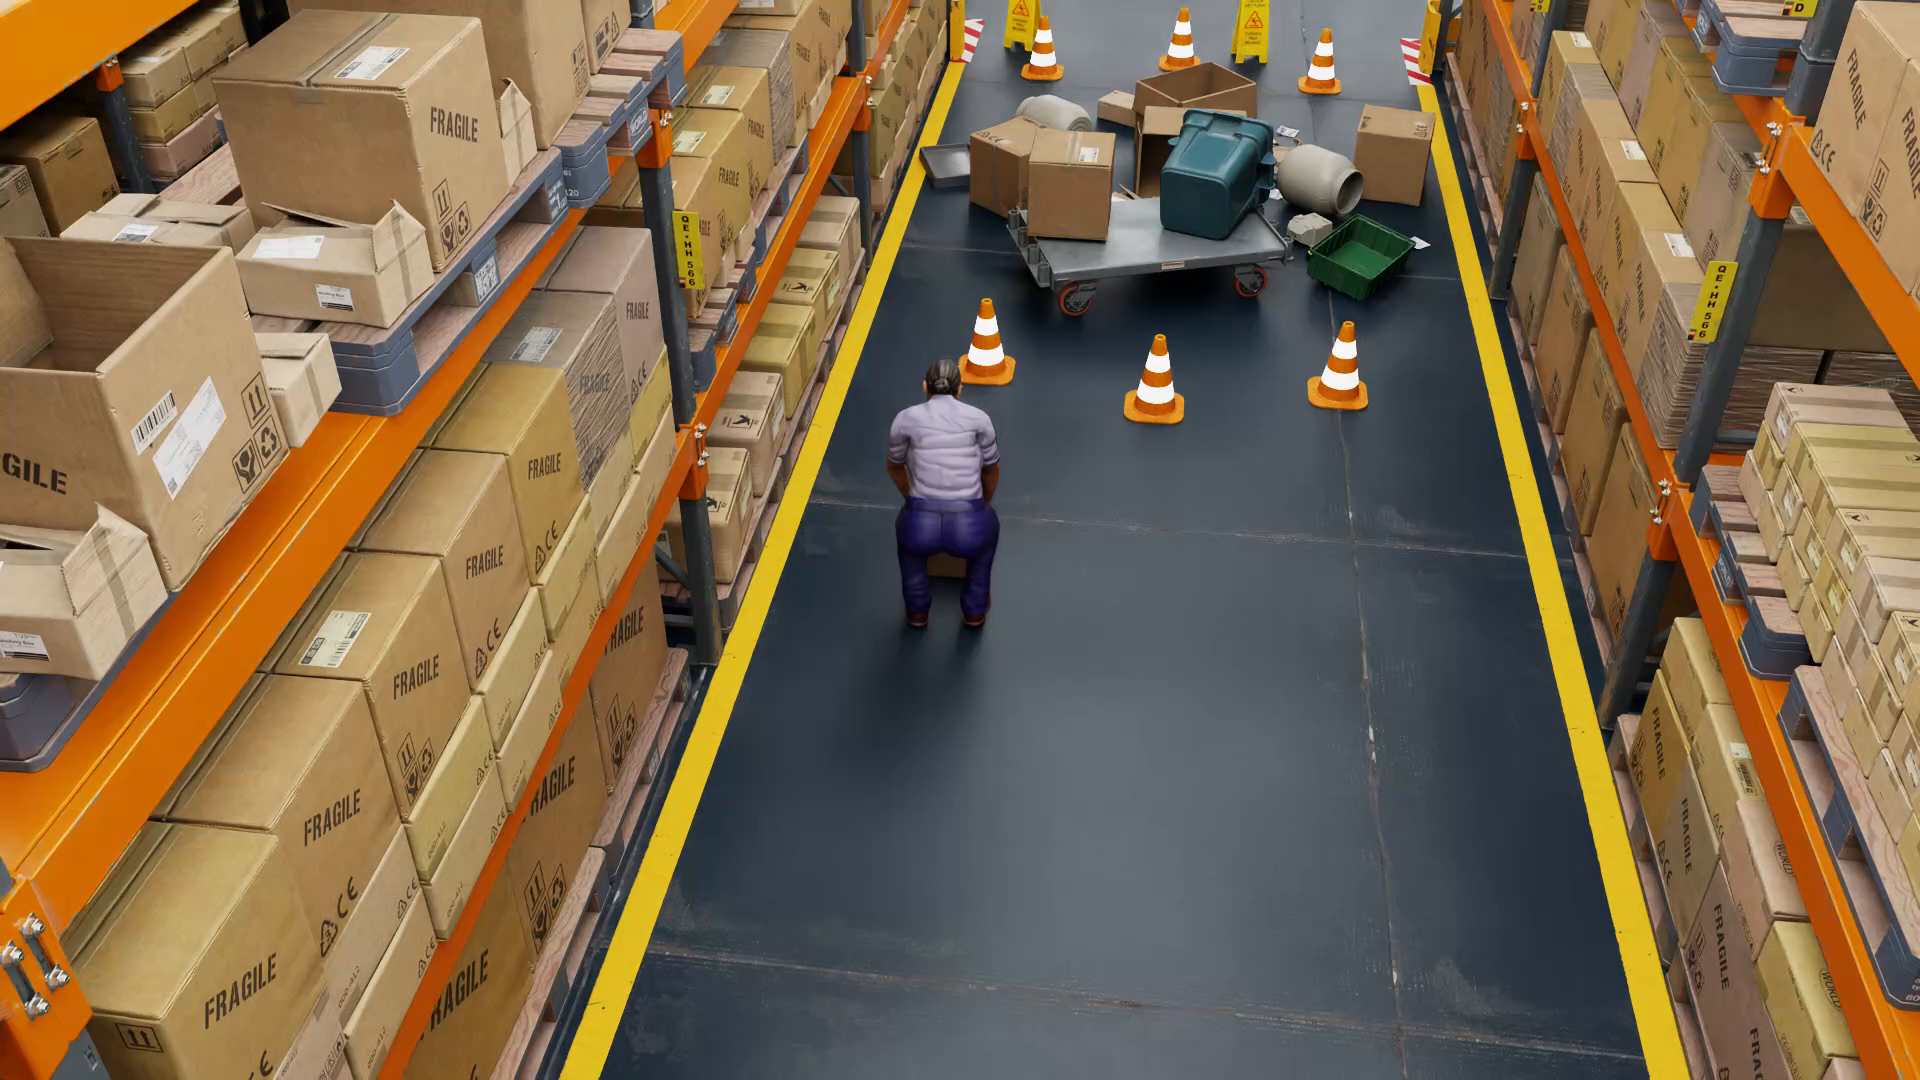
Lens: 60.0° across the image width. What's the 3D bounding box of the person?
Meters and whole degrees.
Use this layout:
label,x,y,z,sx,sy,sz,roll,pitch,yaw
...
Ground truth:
label,x,y,z,sx,sy,sz,roll,pitch,yaw
person,-0.088,-0.160,7.654,0.536,1.198,0.741,3,36,4
